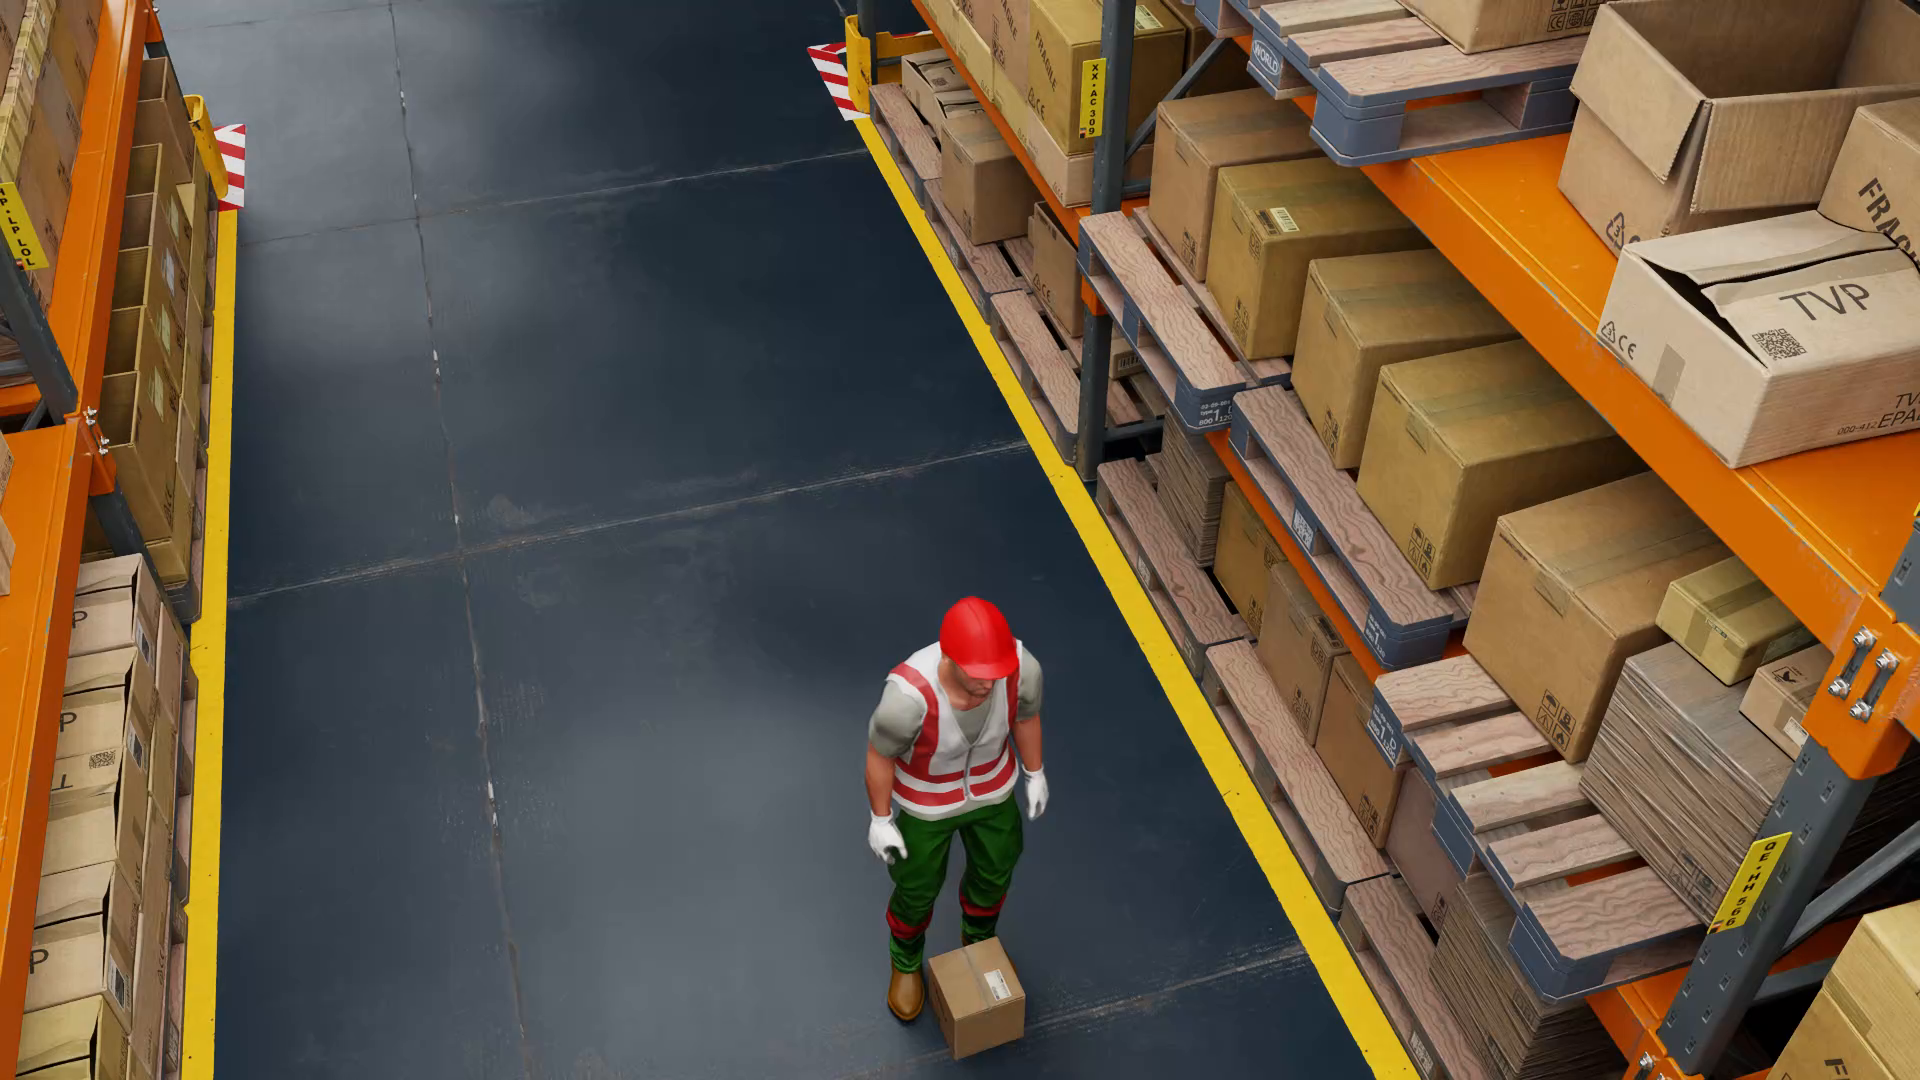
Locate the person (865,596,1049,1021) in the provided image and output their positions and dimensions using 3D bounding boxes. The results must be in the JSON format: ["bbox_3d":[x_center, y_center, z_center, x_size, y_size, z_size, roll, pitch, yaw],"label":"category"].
[{"bbox_3d":[-0.002,0.822,5.232,0.614,1.778,0.453,-14,44,-15],"label":"person"}]
